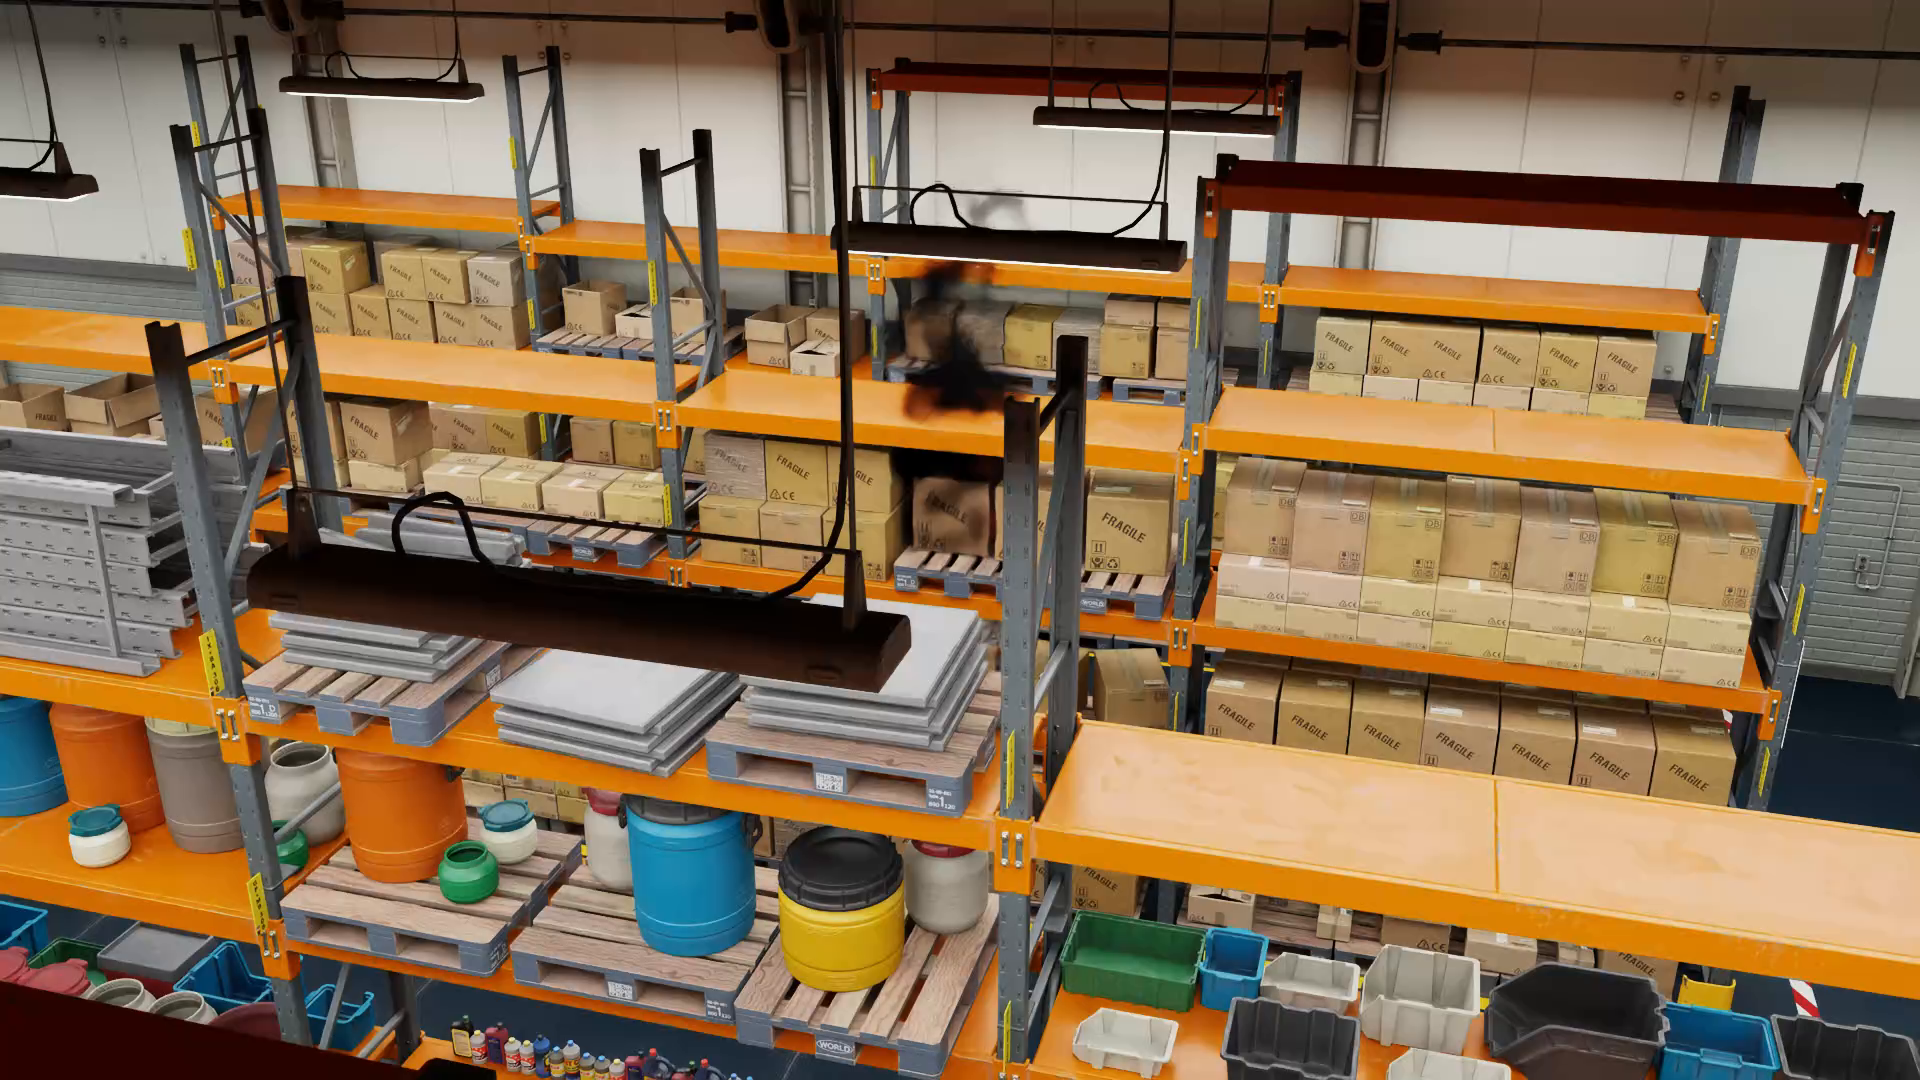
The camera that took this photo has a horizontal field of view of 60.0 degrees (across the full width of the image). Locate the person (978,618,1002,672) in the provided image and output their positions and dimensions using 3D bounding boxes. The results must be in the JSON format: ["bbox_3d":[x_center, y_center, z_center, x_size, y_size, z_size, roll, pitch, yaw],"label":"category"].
[{"bbox_3d":[0.307,1.097,16.009,0.759,1.705,0.554,2,23,5],"label":"person"}]
